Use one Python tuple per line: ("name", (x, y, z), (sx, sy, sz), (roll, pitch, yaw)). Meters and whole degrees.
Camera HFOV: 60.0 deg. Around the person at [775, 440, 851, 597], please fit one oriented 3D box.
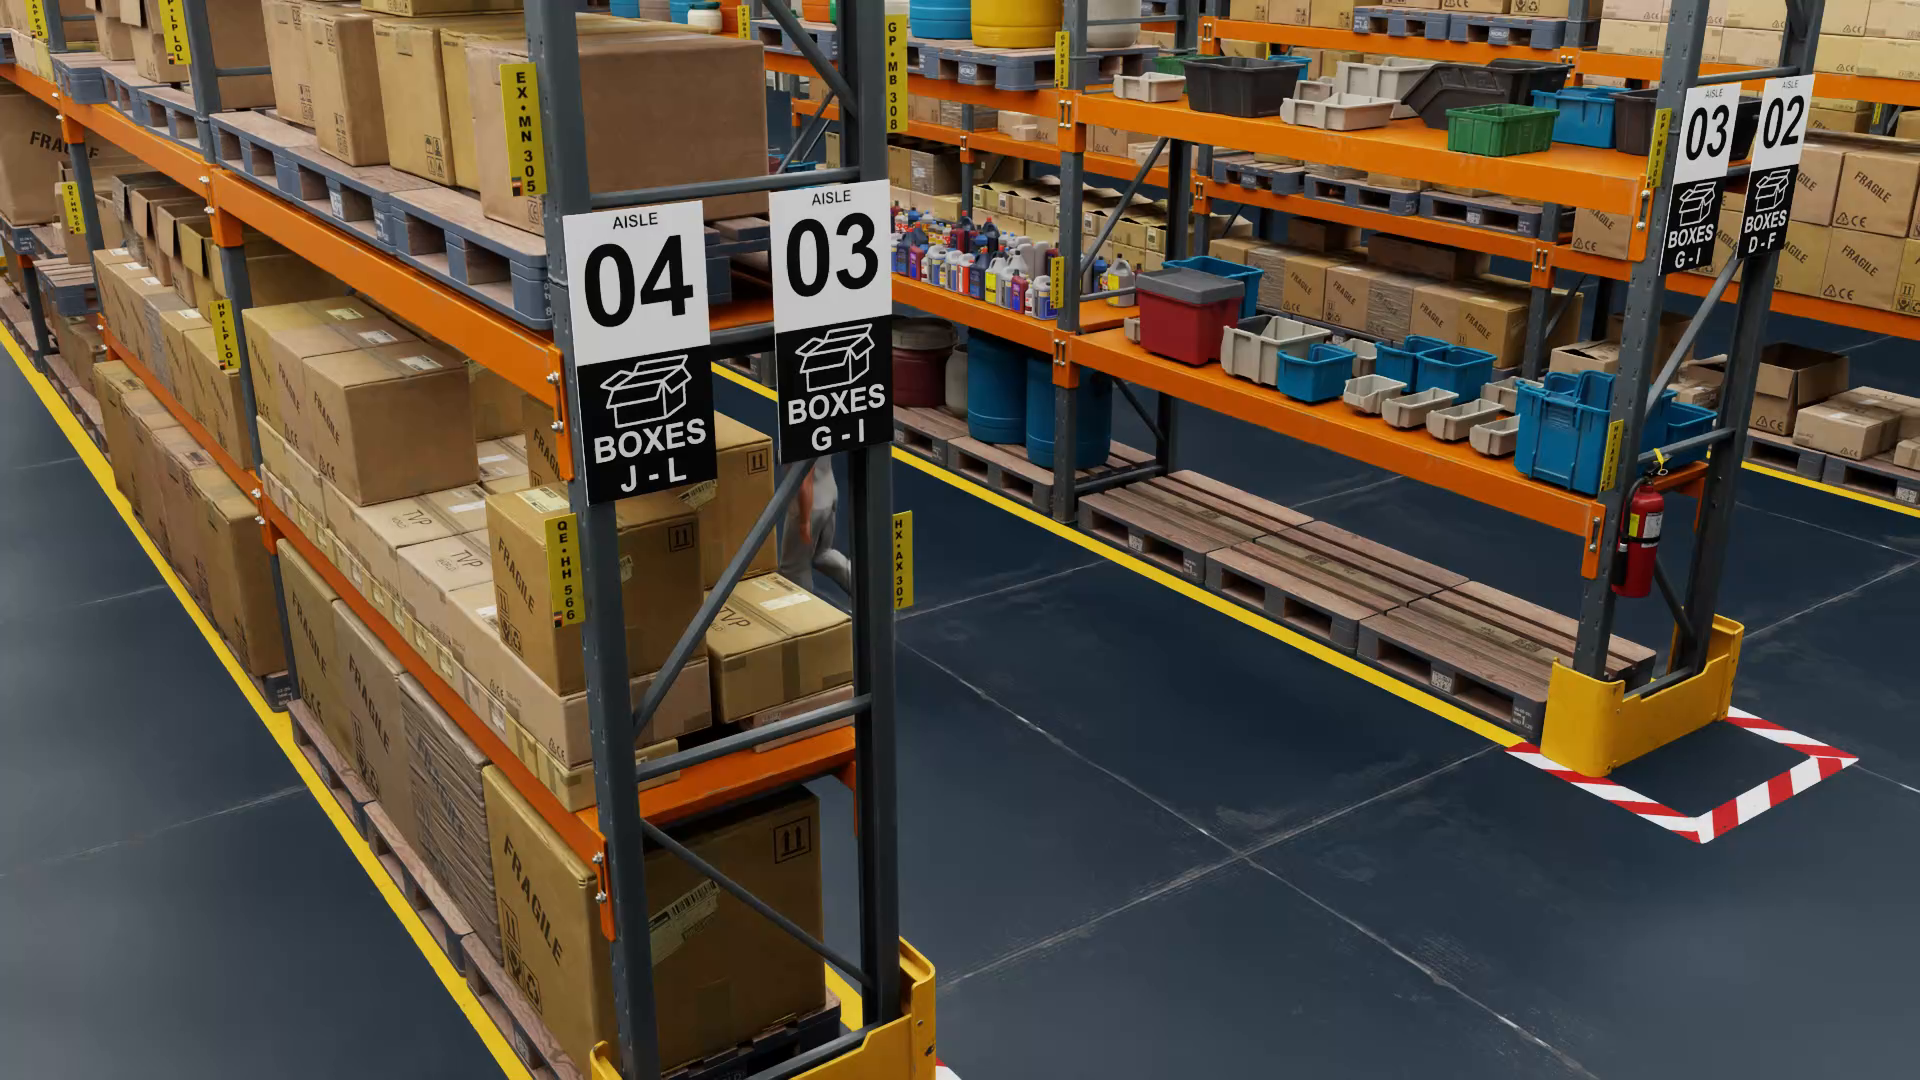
("person", (-0.761, -0.184, 9.035), (0.767, 1.661, 0.513), (4, 22, 11))
